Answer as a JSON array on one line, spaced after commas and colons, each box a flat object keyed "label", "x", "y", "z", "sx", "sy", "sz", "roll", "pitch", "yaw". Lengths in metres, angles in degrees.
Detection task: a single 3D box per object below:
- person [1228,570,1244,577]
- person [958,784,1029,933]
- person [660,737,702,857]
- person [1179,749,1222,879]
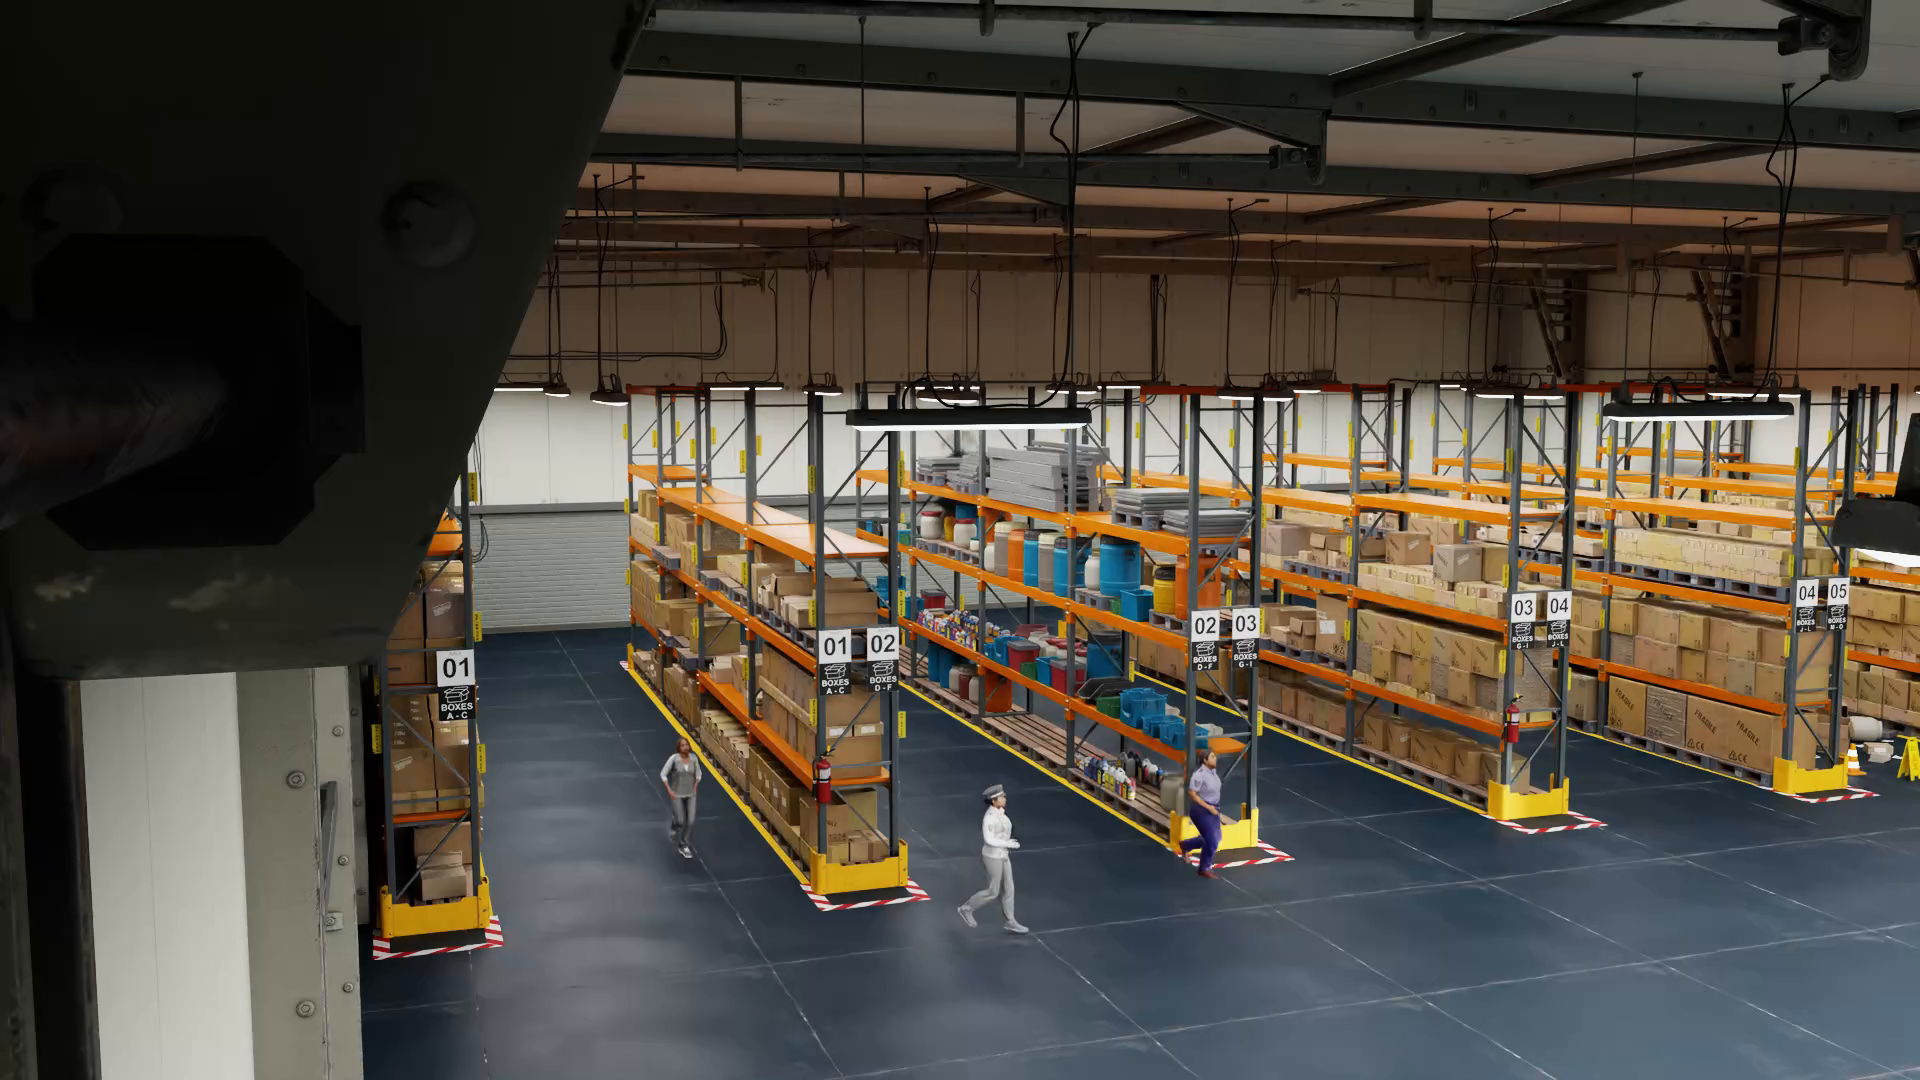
[{"label": "person", "x": 6.697, "y": 1.222, "z": 41.200, "sx": 0.790, "sy": 1.723, "sz": 0.778, "roll": 0, "pitch": 6, "yaw": -2}, {"label": "person", "x": 0.382, "y": 3.559, "z": 18.660, "sx": 0.802, "sy": 1.683, "sz": 0.631, "roll": 2, "pitch": 6, "yaw": 15}, {"label": "person", "x": -3.613, "y": 3.332, "z": 21.662, "sx": 0.542, "sy": 1.561, "sz": 0.570, "roll": -3, "pitch": 6, "yaw": -25}, {"label": "person", "x": 3.012, "y": 3.407, "z": 20.841, "sx": 0.604, "sy": 1.605, "sz": 0.645, "roll": 3, "pitch": 7, "yaw": 30}]
